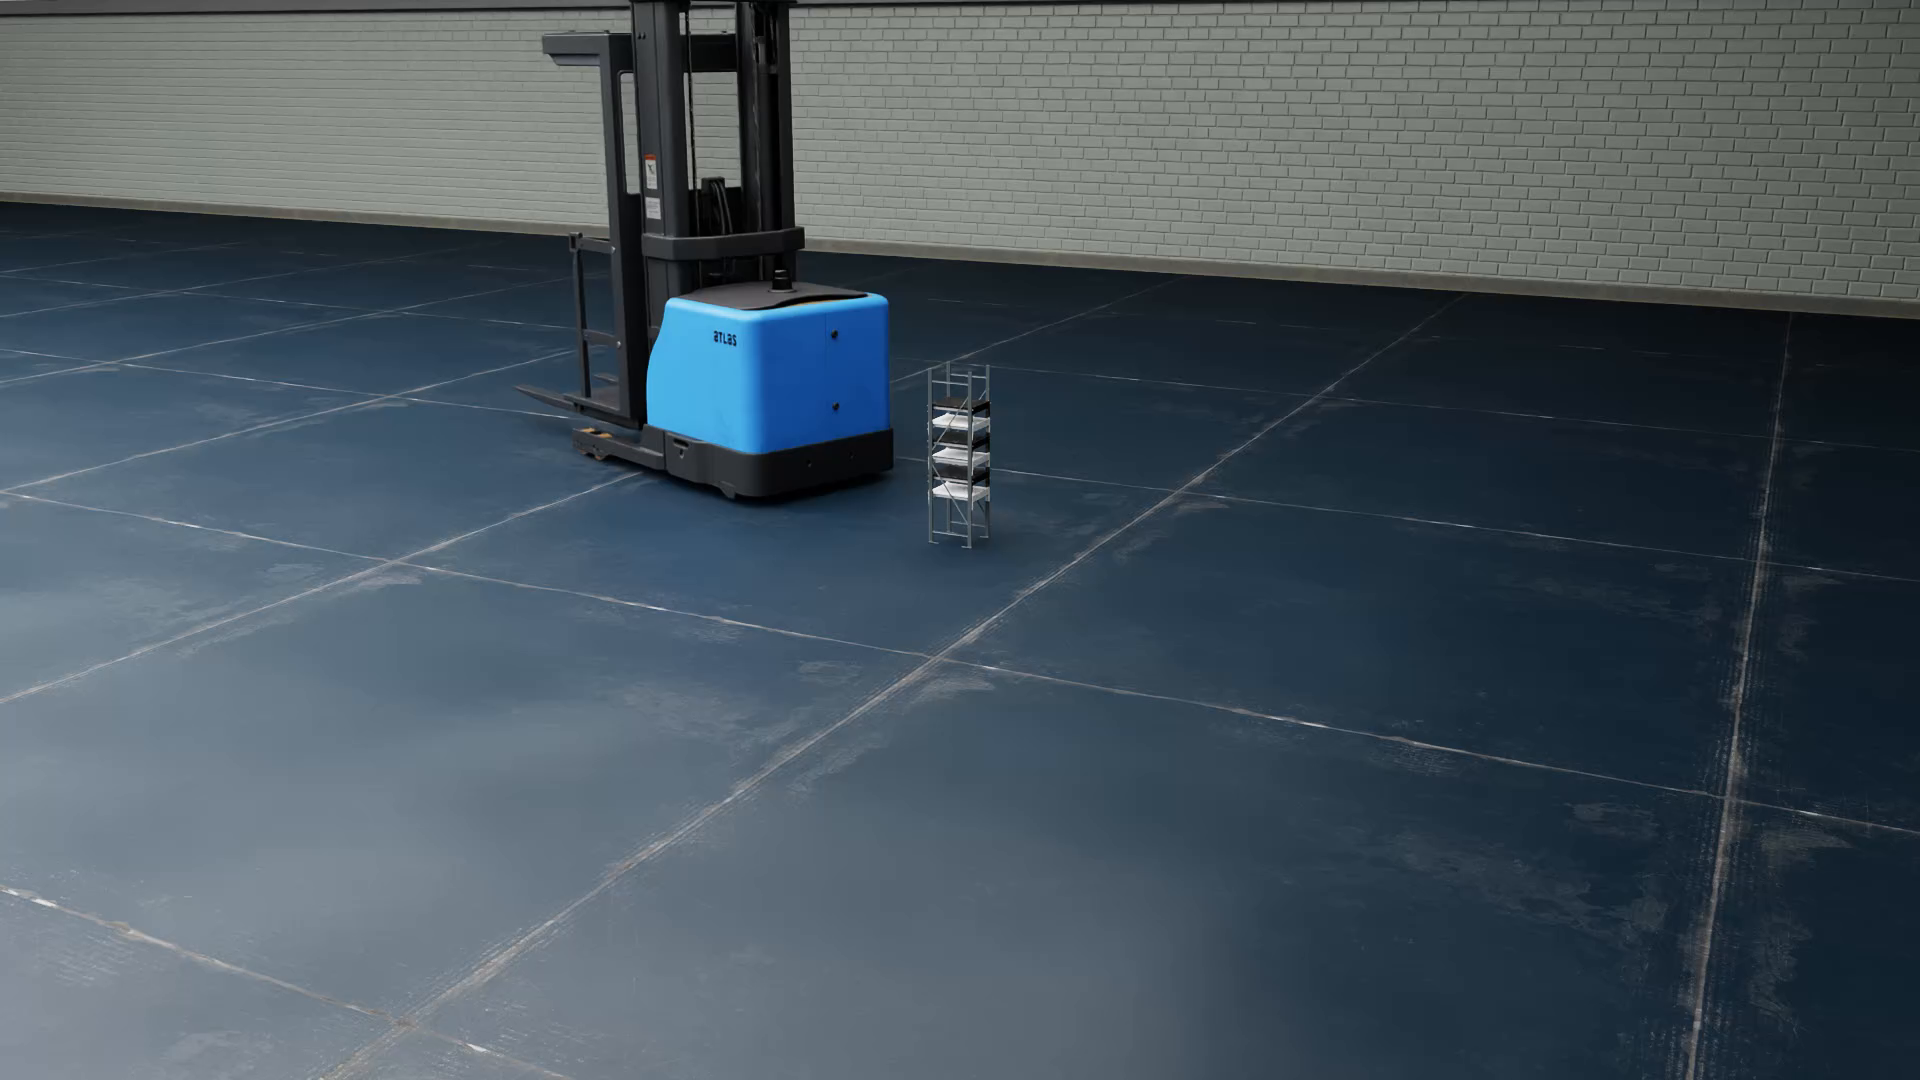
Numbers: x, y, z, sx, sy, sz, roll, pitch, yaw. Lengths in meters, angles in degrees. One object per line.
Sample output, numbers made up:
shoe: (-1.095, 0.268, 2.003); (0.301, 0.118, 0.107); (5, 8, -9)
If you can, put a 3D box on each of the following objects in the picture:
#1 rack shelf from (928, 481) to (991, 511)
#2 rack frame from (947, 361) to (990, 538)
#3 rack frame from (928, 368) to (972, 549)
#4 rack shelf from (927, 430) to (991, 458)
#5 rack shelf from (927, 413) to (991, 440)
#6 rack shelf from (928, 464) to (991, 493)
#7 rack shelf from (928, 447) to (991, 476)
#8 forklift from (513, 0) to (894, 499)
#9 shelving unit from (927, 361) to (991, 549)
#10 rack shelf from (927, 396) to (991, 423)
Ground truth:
rack shelf: (-0.004, -0.225, 8.450); (0.258, 0.077, 0.200); (8, 18, 25)
rack frame: (0.042, -0.455, 8.476); (0.240, 0.900, 0.006); (8, 18, 25)
rack frame: (-0.049, -0.403, 8.302); (0.240, 0.900, 0.006); (8, 18, 25)
rack shelf: (-0.004, -0.484, 8.373); (0.258, 0.077, 0.200); (8, 18, 25)
rack shelf: (-0.004, -0.570, 8.348); (0.258, 0.077, 0.200); (8, 18, 25)
rack shelf: (-0.004, -0.311, 8.424); (0.258, 0.077, 0.200); (8, 18, 25)
rack shelf: (-0.004, -0.397, 8.399); (0.258, 0.077, 0.200); (8, 18, 25)
forklift: (-1.752, -1.976, 10.030); (1.130, 2.935, 3.031); (-15, 22, -40)
shelving unit: (-0.004, -0.429, 8.389); (0.258, 0.900, 0.210); (8, 18, 25)
rack shelf: (-0.004, -0.656, 8.322); (0.258, 0.077, 0.200); (8, 18, 25)
